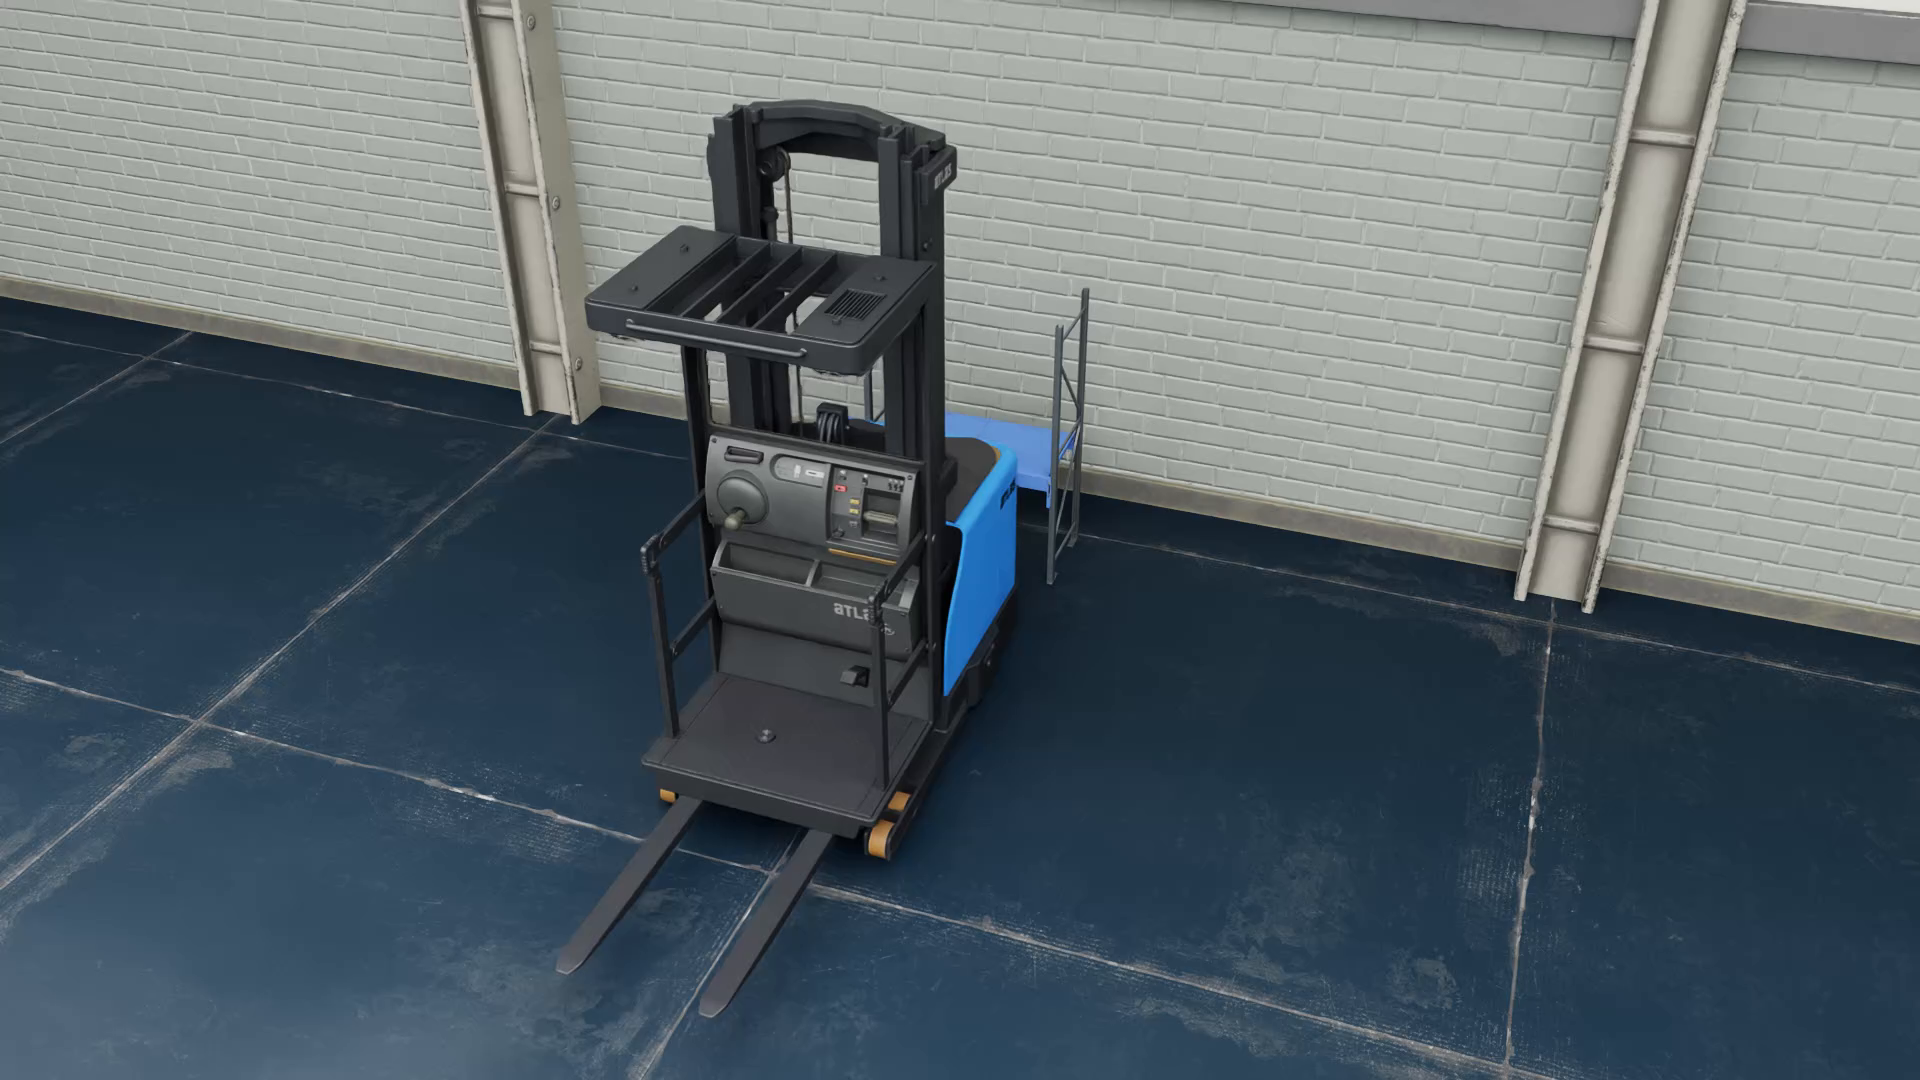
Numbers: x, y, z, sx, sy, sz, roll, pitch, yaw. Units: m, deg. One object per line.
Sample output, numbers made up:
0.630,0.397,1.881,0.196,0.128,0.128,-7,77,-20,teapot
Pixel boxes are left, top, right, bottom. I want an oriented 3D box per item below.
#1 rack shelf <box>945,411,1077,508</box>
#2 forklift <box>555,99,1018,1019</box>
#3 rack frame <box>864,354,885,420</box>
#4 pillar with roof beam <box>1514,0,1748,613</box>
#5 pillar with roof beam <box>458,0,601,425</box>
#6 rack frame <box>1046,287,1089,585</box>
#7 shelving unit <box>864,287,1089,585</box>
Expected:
0.080,-0.463,8.885,1.000,0.185,0.538,11,34,16,rack shelf
-0.696,-0.125,6.709,1.130,2.935,3.031,11,35,17,forklift
-0.398,-0.707,8.931,0.032,1.500,0.500,11,34,16,rack frame
1.696,-1.315,2.958,0.400,9.000,9.100,11,34,16,pillar with roof beam
-3.952,-2.413,4.659,0.400,9.000,9.100,11,34,16,pillar with roof beam
0.559,-0.521,8.643,0.032,1.500,0.500,11,34,16,rack frame
0.080,-0.614,8.787,1.048,1.500,0.538,11,34,16,shelving unit
